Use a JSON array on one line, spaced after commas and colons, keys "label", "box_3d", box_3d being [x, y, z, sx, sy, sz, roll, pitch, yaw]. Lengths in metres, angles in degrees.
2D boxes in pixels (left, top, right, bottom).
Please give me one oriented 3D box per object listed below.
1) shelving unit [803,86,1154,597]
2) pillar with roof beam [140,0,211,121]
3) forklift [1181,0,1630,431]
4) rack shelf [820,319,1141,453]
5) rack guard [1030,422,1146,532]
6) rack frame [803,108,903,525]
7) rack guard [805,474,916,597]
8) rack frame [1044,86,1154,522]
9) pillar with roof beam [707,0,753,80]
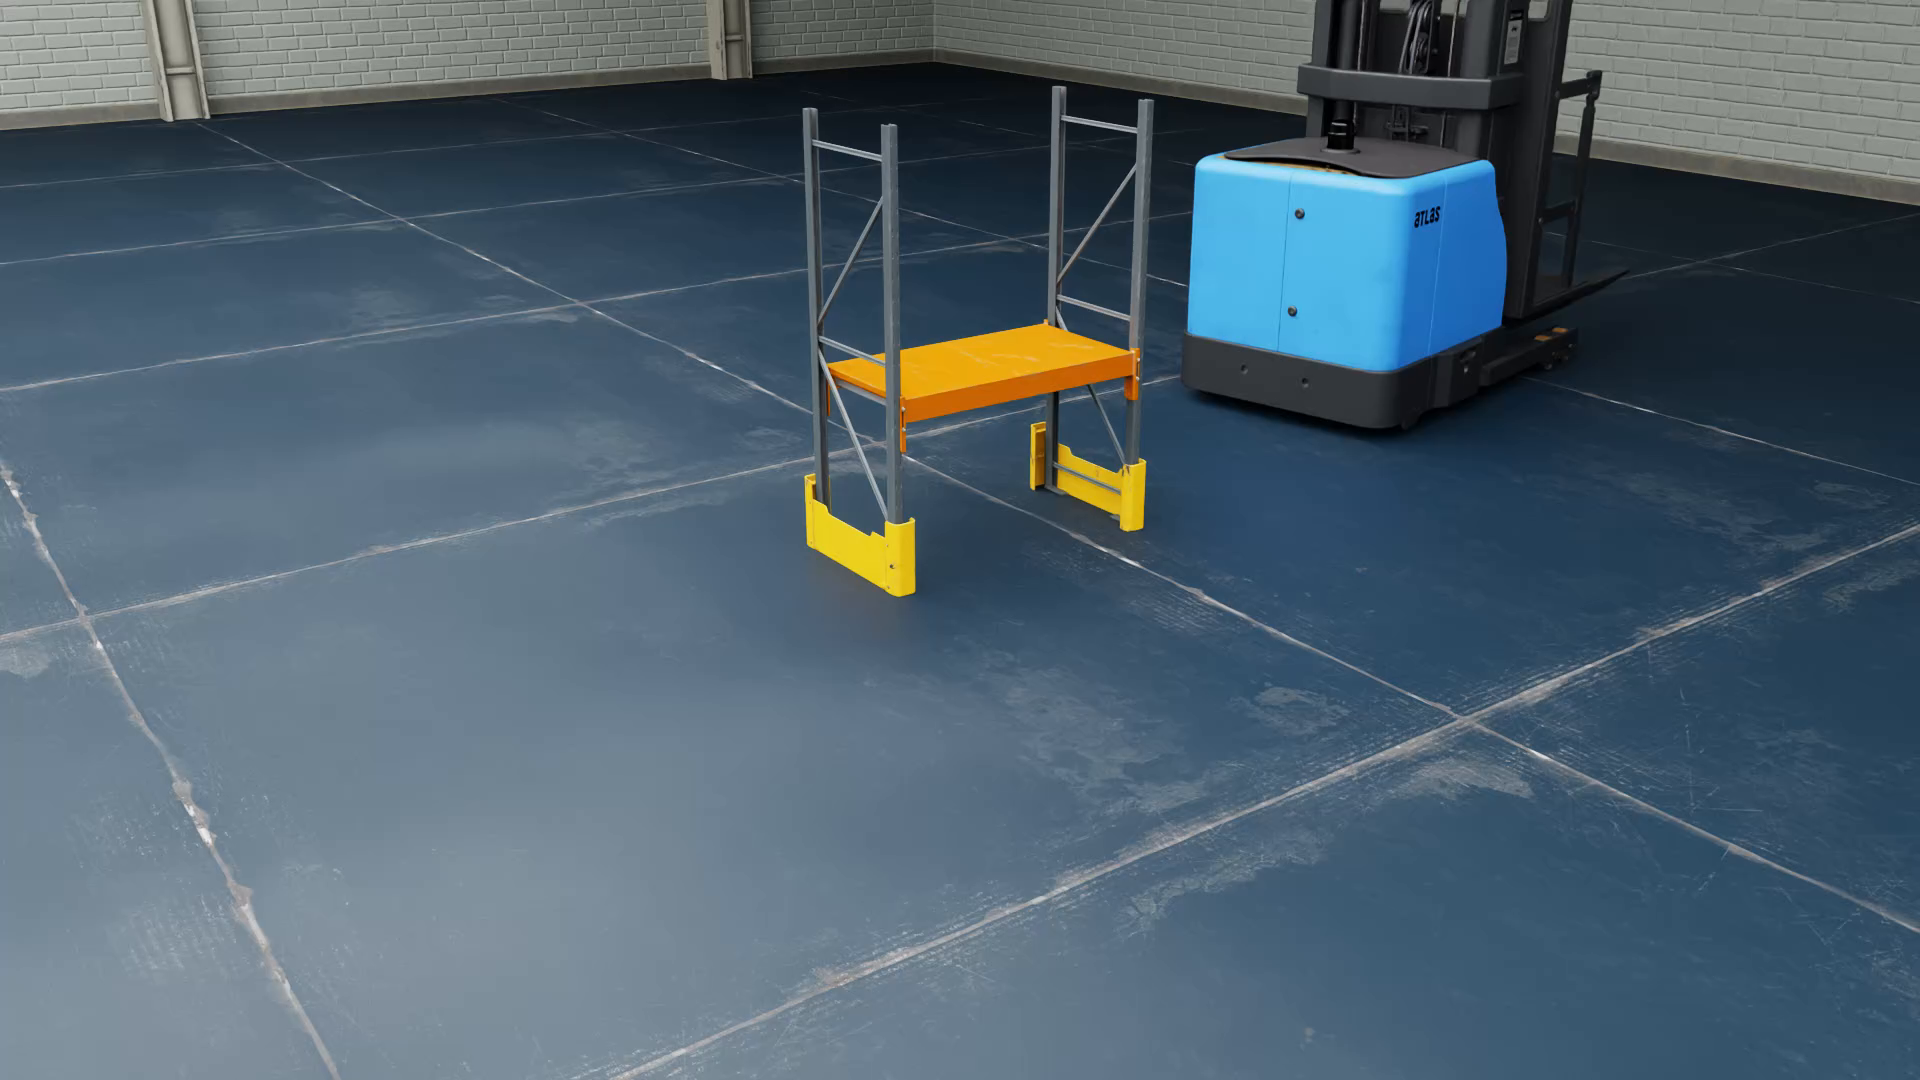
[{"label": "shelving unit", "box_3d": [0.062, -0.713, 5.660, 1.083, 1.500, 0.587, -15, 26, -33]}, {"label": "pillar with roof beam", "box_3d": [-5.024, -6.992, 11.276, 0.400, 9.000, 9.100, -15, 26, -33]}, {"label": "forklift", "box_3d": [2.350, -2.283, 7.663, 1.130, 2.935, 3.031, 18, 28, 38]}, {"label": "rack shelf", "box_3d": [0.069, -0.548, 5.731, 1.000, 0.185, 0.538, -15, 26, -33]}, {"label": "rack guard", "box_3d": [0.466, -0.240, 6.162, 0.087, 0.250, 0.587, -15, 26, -33]}, {"label": "rack frame", "box_3d": [-0.343, -0.605, 5.389, 0.032, 1.500, 0.500, -15, 26, -33]}, {"label": "rack guard", "box_3d": [-0.342, -0.025, 5.621, 0.087, 0.250, 0.587, -15, 26, -33]}, {"label": "rack frame", "box_3d": [0.482, -0.825, 5.940, 0.032, 1.500, 0.500, -15, 26, -33]}, {"label": "pillar with roof beam", "box_3d": [-0.154, -8.290, 14.530, 0.400, 9.000, 9.100, -15, 26, -33]}]
